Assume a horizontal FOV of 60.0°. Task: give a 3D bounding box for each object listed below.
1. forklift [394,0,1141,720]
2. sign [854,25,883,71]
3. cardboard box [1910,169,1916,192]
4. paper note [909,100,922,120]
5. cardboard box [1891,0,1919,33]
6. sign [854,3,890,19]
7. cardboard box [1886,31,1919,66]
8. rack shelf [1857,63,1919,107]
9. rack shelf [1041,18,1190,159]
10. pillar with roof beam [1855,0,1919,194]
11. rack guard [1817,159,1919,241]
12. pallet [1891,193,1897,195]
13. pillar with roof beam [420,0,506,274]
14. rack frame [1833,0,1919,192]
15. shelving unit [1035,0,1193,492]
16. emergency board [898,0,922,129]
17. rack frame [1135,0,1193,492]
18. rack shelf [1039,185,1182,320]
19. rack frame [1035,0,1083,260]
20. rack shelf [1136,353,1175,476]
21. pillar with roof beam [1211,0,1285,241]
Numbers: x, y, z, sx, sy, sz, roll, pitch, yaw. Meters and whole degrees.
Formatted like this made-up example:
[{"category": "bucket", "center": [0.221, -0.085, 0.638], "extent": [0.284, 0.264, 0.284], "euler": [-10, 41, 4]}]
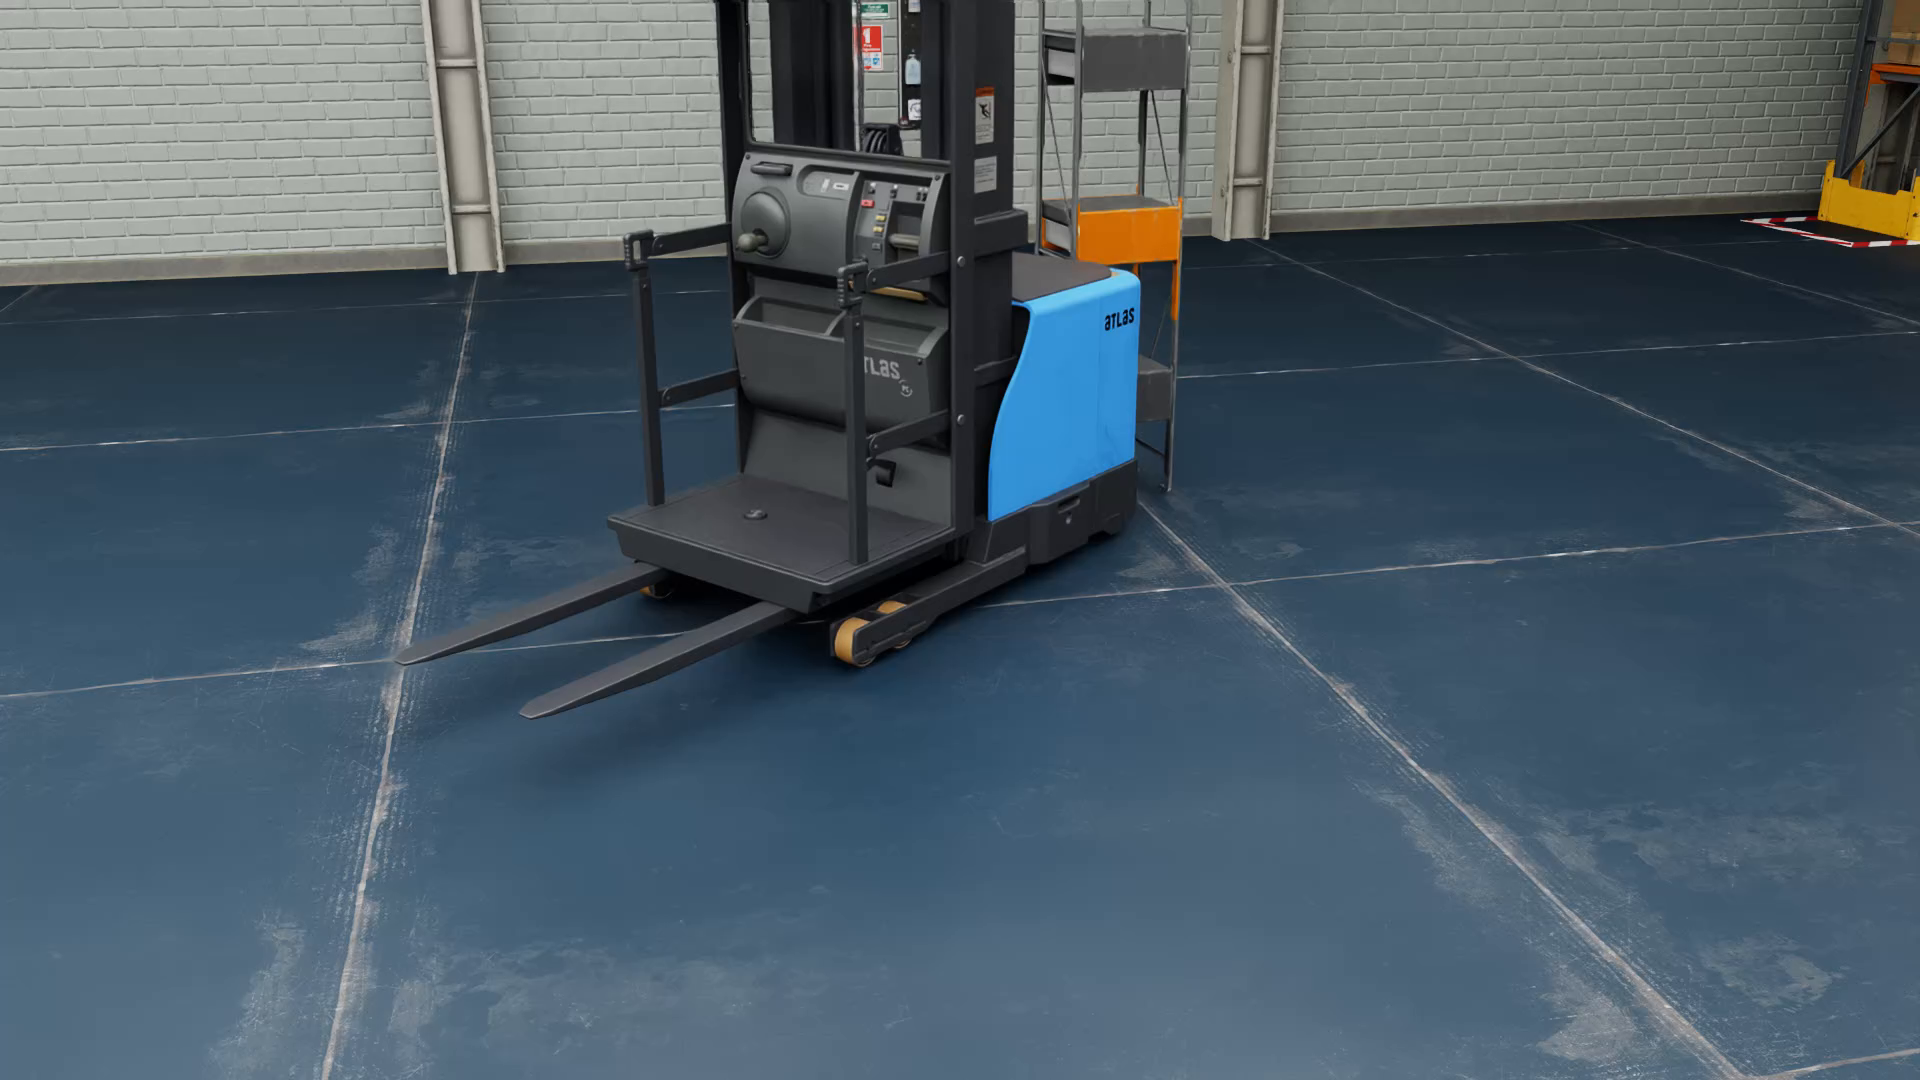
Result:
[{"category": "forklift", "center": [-0.566, -1.137, 5.657], "extent": [1.130, 2.935, 3.031], "euler": [15, 25, 35]}, {"category": "sign", "center": [-0.694, -3.706, 12.518], "extent": [0.234, 0.329, 0.001], "euler": [-5, 21, -12]}, {"category": "cardboard box", "center": [8.332, -2.980, 13.857], "extent": [0.500, 0.311, 0.500], "euler": [-7, 21, -19]}, {"category": "paper note", "center": [-0.320, -3.294, 12.726], "extent": [0.142, 0.148, 0.016], "euler": [-5, 21, -12]}, {"category": "cardboard box", "center": [8.048, -4.411, 13.593], "extent": [0.500, 0.500, 0.500], "euler": [-5, 21, -13]}, {"category": "sign", "center": [-0.687, -3.952, 12.420], "extent": [0.331, 0.109, 0.001], "euler": [-5, 21, -12]}, {"category": "cardboard box", "center": [8.049, -4.052, 13.704], "extent": [0.500, 0.250, 0.500], "euler": [-4, 21, -12]}, {"category": "rack shelf", "center": [9.585, -3.832, 13.959], "extent": [4.000, 0.370, 1.077], "euler": [-5, 21, -12]}, {"category": "rack shelf", "center": [0.632, -1.878, 6.894], "extent": [0.480, 0.518, 0.431], "euler": [-8, 21, -20]}, {"category": "pillar with roof beam", "center": [9.111, -5.732, 9.379], "extent": [0.400, 9.000, 9.100], "euler": [-5, 21, -12]}, {"category": "rack guard", "center": [7.712, -2.843, 13.850], "extent": [0.348, 0.500, 1.175], "euler": [-5, 21, -12]}, {"category": "pallet", "center": [8.511, -2.760, 14.043], "extent": [1.213, 0.211, 1.003], "euler": [-5, 21, -12]}, {"category": "pillar with roof beam", "center": [-2.567, -4.782, 6.787], "extent": [0.400, 9.000, 9.100], "euler": [-5, 21, -12]}, {"category": "rack frame", "center": [7.638, -4.011, 13.403], "extent": [0.127, 3.000, 1.000], "euler": [-5, 21, -12]}, {"category": "shelving unit", "center": [0.632, -1.234, 7.130], "extent": [0.503, 2.100, 0.431], "euler": [-8, 21, -20]}, {"category": "emergency board", "center": [-0.132, -3.698, 12.550], "extent": [0.643, 1.169, 0.194], "euler": [-5, 21, -12]}, {"category": "rack frame", "center": [0.860, -1.264, 7.212], "extent": [0.015, 2.100, 0.400], "euler": [-8, 21, -20]}, {"category": "rack shelf", "center": [0.632, -1.221, 7.135], "extent": [0.480, 0.518, 0.431], "euler": [-8, 21, -20]}, {"category": "rack frame", "center": [0.405, -1.203, 7.047], "extent": [0.015, 2.100, 0.400], "euler": [-8, 21, -20]}, {"category": "rack shelf", "center": [0.632, -0.564, 7.375], "extent": [0.480, 0.518, 0.431], "euler": [-8, 21, -20]}, {"category": "pillar with roof beam", "center": [3.272, -5.257, 8.083], "extent": [0.400, 9.000, 9.100], "euler": [-5, 21, -12]}]
